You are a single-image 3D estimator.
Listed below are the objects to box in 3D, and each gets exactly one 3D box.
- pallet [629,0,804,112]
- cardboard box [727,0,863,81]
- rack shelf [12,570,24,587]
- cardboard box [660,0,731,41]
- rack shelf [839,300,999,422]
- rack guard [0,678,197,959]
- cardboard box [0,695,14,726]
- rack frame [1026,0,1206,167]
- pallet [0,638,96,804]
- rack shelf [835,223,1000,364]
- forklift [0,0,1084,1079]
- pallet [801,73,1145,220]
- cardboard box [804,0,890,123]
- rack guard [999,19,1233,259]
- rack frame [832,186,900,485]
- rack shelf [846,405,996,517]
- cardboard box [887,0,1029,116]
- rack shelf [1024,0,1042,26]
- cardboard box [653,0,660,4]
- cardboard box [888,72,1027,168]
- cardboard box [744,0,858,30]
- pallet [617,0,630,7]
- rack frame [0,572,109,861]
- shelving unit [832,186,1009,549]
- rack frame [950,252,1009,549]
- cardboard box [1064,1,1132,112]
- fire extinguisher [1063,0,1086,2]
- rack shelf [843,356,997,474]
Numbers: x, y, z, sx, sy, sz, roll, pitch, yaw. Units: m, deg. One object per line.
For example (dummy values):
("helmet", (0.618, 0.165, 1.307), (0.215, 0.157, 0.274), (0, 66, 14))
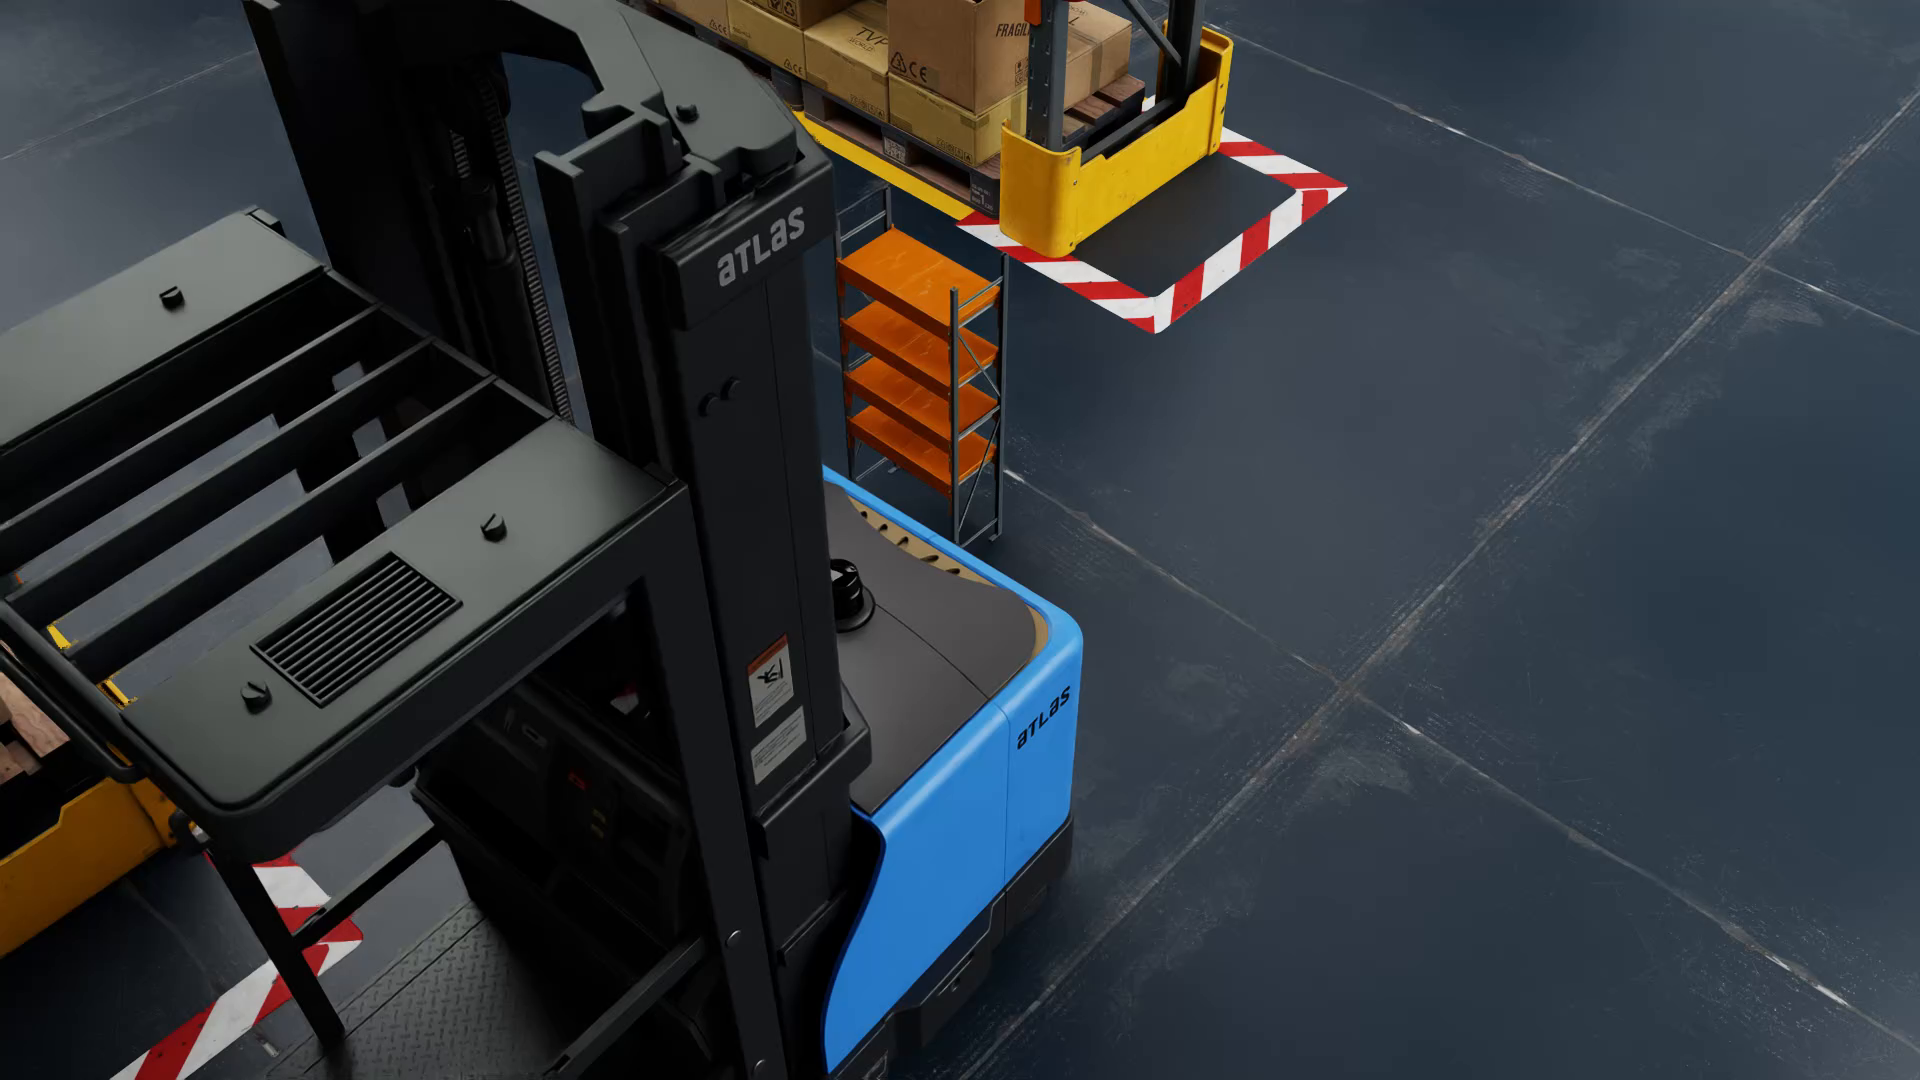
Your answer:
("pallet", (-0.839, -2.579, 8.026), (1.213, 0.211, 1.003), (34, 55, 28))
("cardboard box", (-0.695, -2.371, 7.516), (0.500, 0.250, 0.500), (34, 55, 28))
("rack shelf", (-4.183, -0.661, 4.807), (4.000, 0.370, 1.077), (34, 55, 28))
("cardboard box", (-1.062, -2.619, 7.749), (0.500, 0.250, 0.500), (34, 55, 28))
("rack shelf", (-0.122, -0.600, 5.275), (0.480, 0.148, 0.258), (34, 55, 28))
("rack guard", (-2.770, 0.900, 4.563), (0.348, 0.500, 1.175), (34, 55, 28))
("cardboard box", (-3.161, 0.461, 4.802), (0.500, 0.311, 0.500), (28, 53, 24))
("rack frame", (0.643, -2.574, 6.109), (0.127, 3.000, 1.000), (34, 55, 28))
("pallet", (-3.343, 0.578, 5.063), (1.213, 0.211, 1.003), (34, 55, 28))
("rack shelf", (-0.122, -0.762, 5.103), (0.480, 0.148, 0.258), (34, 55, 28))
("forklift", (-1.007, 0.542, 3.231), (1.130, 2.935, 3.031), (31, 54, 26))
("pallet", (0.053, -1.975, 7.460), (1.213, 0.211, 1.003), (34, 55, 28))
("cardboard box", (-0.327, -2.124, 7.285), (0.500, 0.250, 0.500), (34, 55, 28))
("rack guard", (0.661, -1.707, 7.010), (0.348, 0.500, 1.175), (34, 55, 28))
("rack frame", (-0.301, -0.613, 5.503), (0.015, 1.200, 0.240), (34, 55, 28))
("rack shelf", (-0.122, -0.311, 5.583), (0.480, 0.148, 0.258), (34, 55, 28))
("cardboard box", (0.047, -2.139, 6.785), (0.500, 0.500, 0.500), (34, 55, 28))
("rack shelf", (-0.826, -3.317, 7.300), (4.000, 0.370, 1.077), (34, 55, 28))
("cardboard box", (-1.433, -2.863, 7.978), (0.500, 0.250, 0.500), (34, 55, 28))
("cardboard box", (0.049, -1.884, 7.059), (0.500, 0.250, 0.500), (34, 55, 28))
("cardboard box", (-0.697, -2.626, 7.241), (0.500, 0.500, 0.500), (34, 55, 28))
("pallet", (-1.740, -3.182, 8.593), (1.213, 0.211, 1.003), (34, 55, 28))
("rack frame", (-2.714, 0.081, 3.616), (0.127, 3.000, 1.000), (34, 55, 28))
("shelving unit", (-0.122, -0.493, 5.389), (0.503, 1.200, 0.258), (34, 55, 28))
("rack frame", (0.058, -0.372, 5.276), (0.015, 1.200, 0.240), (34, 55, 28))
("cardboard box", (0.400, -2.161, 7.320), (0.500, 0.250, 0.500), (34, 55, 28))
("fire extinguisher", (0.415, -2.240, 5.849), (0.183, 0.674, 0.296), (34, 55, 28))
("rack shelf", (-0.122, -0.446, 5.438), (0.480, 0.148, 0.258), (34, 55, 28))
